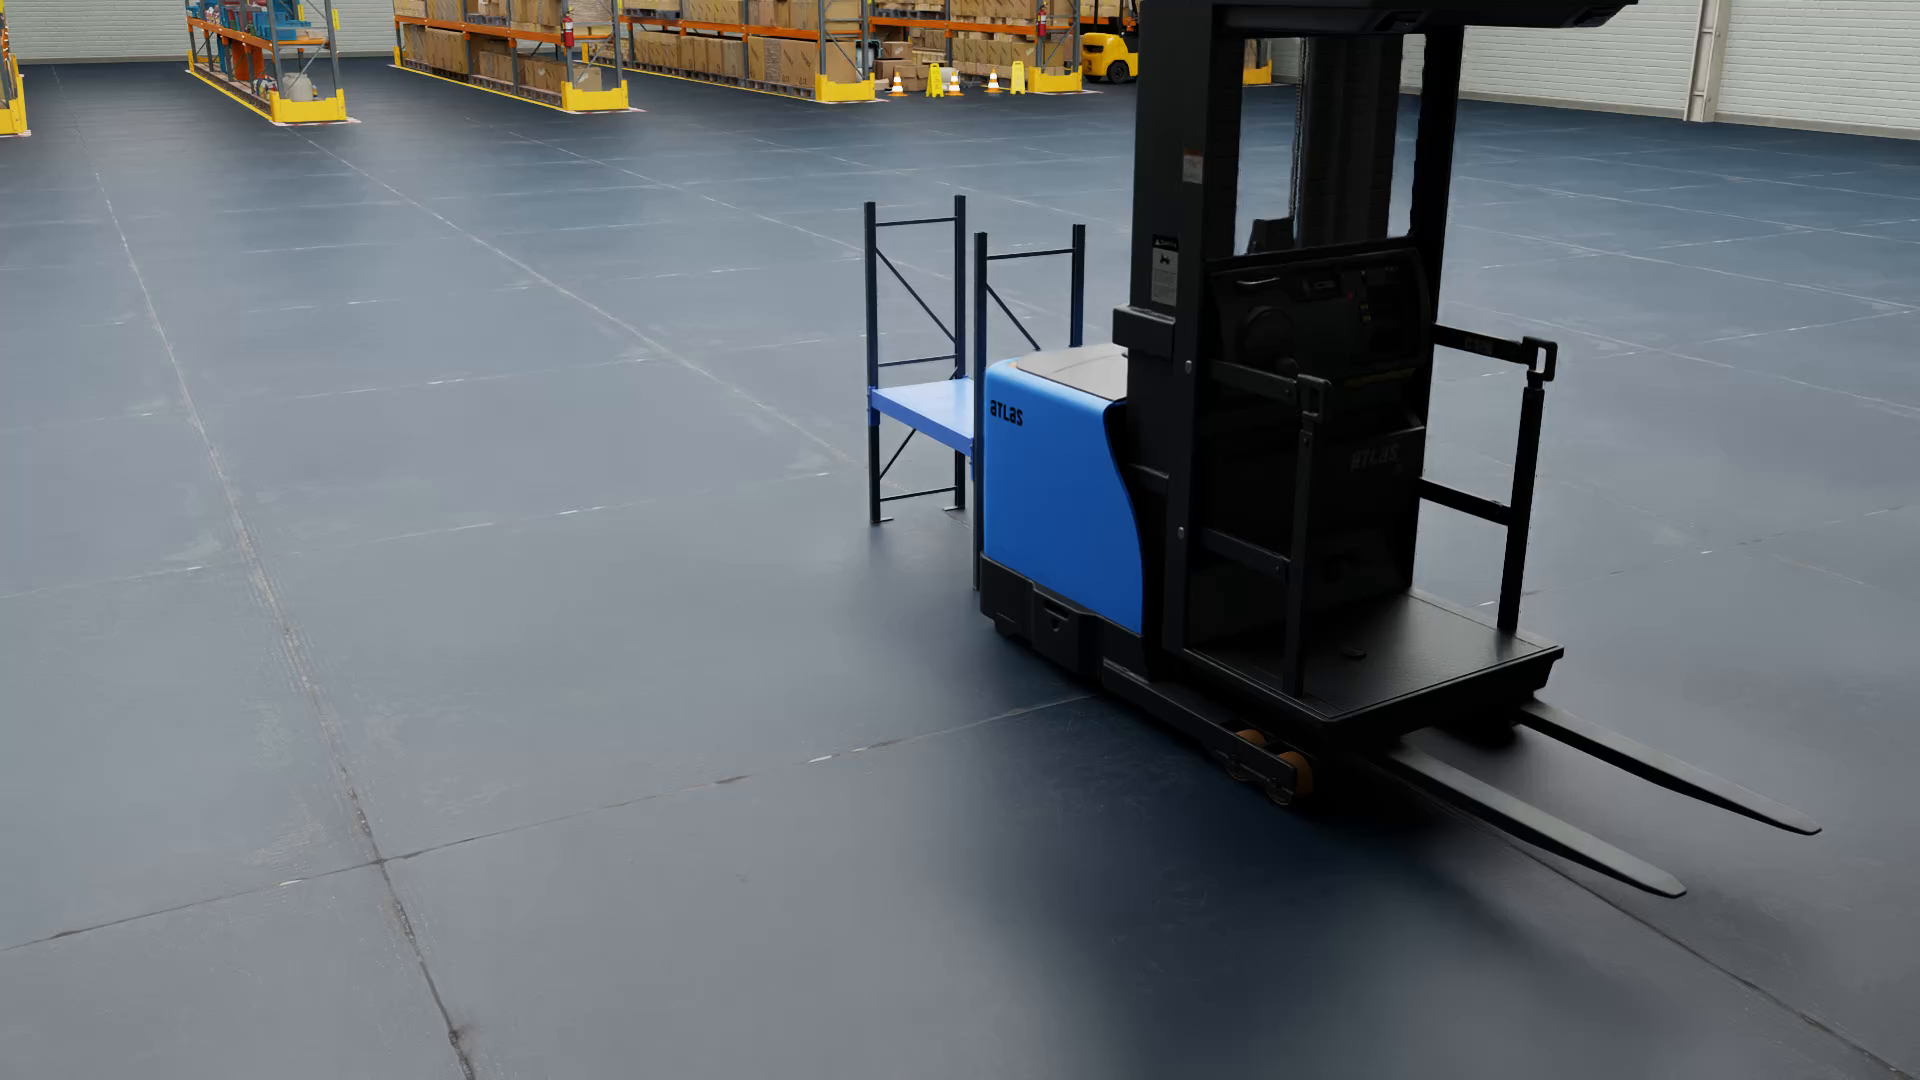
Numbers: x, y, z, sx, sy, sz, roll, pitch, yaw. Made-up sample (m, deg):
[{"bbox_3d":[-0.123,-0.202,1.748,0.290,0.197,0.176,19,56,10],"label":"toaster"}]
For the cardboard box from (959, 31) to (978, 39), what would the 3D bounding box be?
[{"bbox_3d":[0.192,-11.332,37.301,0.380,0.149,0.250,-10,21,-26],"label":"cardboard box"}]

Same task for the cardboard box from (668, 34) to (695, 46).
[{"bbox_3d":[-6.620,-11.908,39.582,0.500,0.250,0.500,-11,22,-28],"label":"cardboard box"}]

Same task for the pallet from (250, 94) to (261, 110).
[{"bbox_3d":[-12.655,-8.209,31.098,1.003,0.211,1.213,-10,21,-27],"label":"pallet"}]

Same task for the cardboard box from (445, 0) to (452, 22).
[{"bbox_3d":[-11.412,-12.085,37.902,0.500,0.500,0.500,-11,22,-28],"label":"cardboard box"}]

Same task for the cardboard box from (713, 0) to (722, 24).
[{"bbox_3d":[-5.129,-11.679,36.725,0.500,0.500,0.500,-10,21,-26],"label":"cardboard box"}]

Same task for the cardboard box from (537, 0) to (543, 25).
[{"bbox_3d":[-7.459,-9.971,31.319,0.875,0.500,0.500,-10,21,-27],"label":"cardboard box"}]

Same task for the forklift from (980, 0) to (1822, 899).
[{"bbox_3d":[1.299,-0.728,5.248,1.130,2.935,3.031,-12,22,-31],"label":"forklift"}]

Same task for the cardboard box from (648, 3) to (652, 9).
[{"bbox_3d":[-7.308,-12.900,40.160,0.380,0.149,0.250,-9,21,-25],"label":"cardboard box"}]

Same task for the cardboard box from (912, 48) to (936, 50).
[{"bbox_3d":[-1.140,-11.759,40.495,0.950,0.372,0.625,-10,22,-28],"label":"cardboard box"}]

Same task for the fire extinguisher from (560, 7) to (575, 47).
[{"bbox_3d":[-7.030,-9.205,29.827,0.296,0.674,0.183,-10,21,-27],"label":"fire extinguisher"}]

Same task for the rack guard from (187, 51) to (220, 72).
[{"bbox_3d":[-18.659,-11.995,41.625,1.175,0.500,0.348,-10,21,-27],"label":"rack guard"}]

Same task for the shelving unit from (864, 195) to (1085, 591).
[{"bbox_3d":[0.041,-0.684,7.316,0.538,1.500,1.048,-10,21,-27],"label":"shelving unit"}]

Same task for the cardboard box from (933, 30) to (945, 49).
[{"bbox_3d":[-0.447,-14.651,48.681,0.500,0.500,0.500,-10,21,-26],"label":"cardboard box"}]

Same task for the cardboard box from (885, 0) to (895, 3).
[{"bbox_3d":[-1.493,-13.250,40.178,0.500,0.500,0.500,-9,21,-24],"label":"cardboard box"}]

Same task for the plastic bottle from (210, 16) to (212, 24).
[{"bbox_3d":[-16.381,-11.434,36.473,0.097,0.201,0.097,0,19,0],"label":"plastic bottle"}]

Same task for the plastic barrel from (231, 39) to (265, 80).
[{"bbox_3d":[-15.084,-10.185,35.233,0.600,0.830,0.708,-10,21,-27],"label":"plastic barrel"}]

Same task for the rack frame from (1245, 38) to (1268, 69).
[{"bbox_3d":[6.409,-11.650,36.796,1.000,3.000,0.127,-10,21,-27],"label":"rack frame"}]

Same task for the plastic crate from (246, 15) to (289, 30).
[{"bbox_3d":[-12.801,-9.527,30.738,0.767,0.338,0.504,-10,21,-27],"label":"plastic crate"}]

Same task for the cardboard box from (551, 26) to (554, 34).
[{"bbox_3d":[-7.384,-9.486,30.910,0.380,0.149,0.250,-10,21,-27],"label":"cardboard box"}]

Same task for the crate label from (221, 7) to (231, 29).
[{"bbox_3d":[-14.603,-10.564,33.594,0.502,0.435,0.616,-10,21,-27],"label":"crate label"}]

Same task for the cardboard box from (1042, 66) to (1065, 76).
[{"bbox_3d":[1.903,-10.054,35.740,0.500,0.250,0.500,-10,21,-27],"label":"cardboard box"}]

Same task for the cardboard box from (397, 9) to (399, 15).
[{"bbox_3d":[-14.276,-13.593,42.812,0.380,0.149,0.250,-10,22,-27],"label":"cardboard box"}]

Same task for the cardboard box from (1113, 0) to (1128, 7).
[{"bbox_3d":[4.051,-13.065,40.360,0.500,0.250,0.500,-10,22,-28],"label":"cardboard box"}]

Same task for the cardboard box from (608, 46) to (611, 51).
[{"bbox_3d":[-9.165,-13.112,44.302,0.380,0.149,0.250,-9,21,-24],"label":"cardboard box"}]

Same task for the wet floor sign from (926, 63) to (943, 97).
[{"bbox_3d":[-0.510,-9.270,33.507,0.267,0.644,0.232,-14,24,-36],"label":"wet floor sign"}]

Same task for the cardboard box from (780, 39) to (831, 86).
[{"bbox_3d":[-3.066,-9.716,33.802,0.875,0.875,0.875,-10,22,-28],"label":"cardboard box"}]

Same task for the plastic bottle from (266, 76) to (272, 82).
[{"bbox_3d":[-12.793,-8.409,30.788,0.144,0.351,0.185,-10,21,-27],"label":"plastic bottle"}]

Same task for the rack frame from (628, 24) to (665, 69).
[{"bbox_3d":[-7.964,-13.529,42.242,1.000,3.000,0.127,-10,21,-27],"label":"rack frame"}]

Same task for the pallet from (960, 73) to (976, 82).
[{"bbox_3d":[0.493,-10.523,37.804,1.003,0.211,1.213,-10,21,-27],"label":"pallet"}]

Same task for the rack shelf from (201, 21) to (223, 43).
[{"bbox_3d":[-15.787,-11.109,36.329,1.077,0.370,4.000,-10,21,-27],"label":"rack shelf"}]

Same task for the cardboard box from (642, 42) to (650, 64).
[{"bbox_3d":[-7.594,-12.142,41.408,0.500,0.500,0.500,-9,21,-24],"label":"cardboard box"}]

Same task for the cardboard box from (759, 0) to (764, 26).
[{"bbox_3d":[-3.699,-11.045,34.813,0.875,0.550,0.550,-10,21,-27],"label":"cardboard box"}]

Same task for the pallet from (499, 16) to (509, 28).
[{"bbox_3d":[-8.814,-10.645,34.176,1.003,0.211,1.213,-10,21,-27],"label":"pallet"}]

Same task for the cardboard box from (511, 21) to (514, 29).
[{"bbox_3d":[-8.741,-10.267,33.171,0.380,0.149,0.250,-10,21,-27],"label":"cardboard box"}]

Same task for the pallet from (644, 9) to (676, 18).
[{"bbox_3d":[-7.041,-12.852,40.574,1.003,0.211,1.213,-10,21,-27],"label":"pallet"}]

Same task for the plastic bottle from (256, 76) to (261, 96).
[{"bbox_3d":[-12.919,-8.386,30.723,0.144,0.351,0.185,-9,21,-25],"label":"plastic bottle"}]

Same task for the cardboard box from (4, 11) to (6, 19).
[{"bbox_3d":[-22.295,-12.218,38.286,0.500,0.500,0.500,-10,21,-26],"label":"cardboard box"}]

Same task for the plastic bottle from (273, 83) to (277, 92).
[{"bbox_3d":[-12.298,-8.055,29.865,0.061,0.283,0.133,-10,21,-27],"label":"plastic bottle"}]

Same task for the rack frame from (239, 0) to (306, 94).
[{"bbox_3d":[-12.938,-9.727,31.220,1.000,3.000,0.127,-10,21,-27],"label":"rack frame"}]

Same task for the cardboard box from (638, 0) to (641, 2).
[{"bbox_3d":[-7.680,-13.266,40.763,0.380,0.149,0.250,-9,21,-24],"label":"cardboard box"}]

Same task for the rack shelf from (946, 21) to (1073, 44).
[{"bbox_3d":[1.092,-11.114,36.346,1.077,0.370,4.000,-10,21,-27],"label":"rack shelf"}]

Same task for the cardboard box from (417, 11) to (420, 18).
[{"bbox_3d":[-13.055,-12.856,40.674,0.380,0.149,0.250,-10,22,-28],"label":"cardboard box"}]

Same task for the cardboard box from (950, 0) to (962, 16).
[{"bbox_3d":[0.106,-12.047,37.336,0.500,0.500,0.500,-10,21,-27],"label":"cardboard box"}]

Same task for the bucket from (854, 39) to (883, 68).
[{"bbox_3d":[-2.072,-10.722,36.794,0.726,0.611,0.620,-3,9,-8],"label":"bucket"}]

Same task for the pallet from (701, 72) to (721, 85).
[{"bbox_3d":[-5.182,-10.475,37.665,1.003,0.211,1.213,-10,21,-27],"label":"pallet"}]

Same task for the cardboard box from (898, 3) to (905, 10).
[{"bbox_3d":[-1.276,-12.823,39.936,0.380,0.149,0.250,-9,21,-23],"label":"cardboard box"}]

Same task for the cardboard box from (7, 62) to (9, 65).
[{"bbox_3d":[-18.243,-8.867,31.440,0.500,0.311,0.500,-10,21,-27],"label":"cardboard box"}]

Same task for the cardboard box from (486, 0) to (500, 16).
[{"bbox_3d":[-9.483,-11.224,34.759,0.797,0.503,0.637,-8,20,-21],"label":"cardboard box"}]

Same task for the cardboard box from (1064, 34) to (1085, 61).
[{"bbox_3d":[3.211,-12.655,42.705,0.875,0.625,0.625,-9,21,-25],"label":"cardboard box"}]

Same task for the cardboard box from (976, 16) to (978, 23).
[{"bbox_3d":[0.570,-11.486,36.704,0.380,0.149,0.250,-10,21,-27],"label":"cardboard box"}]
